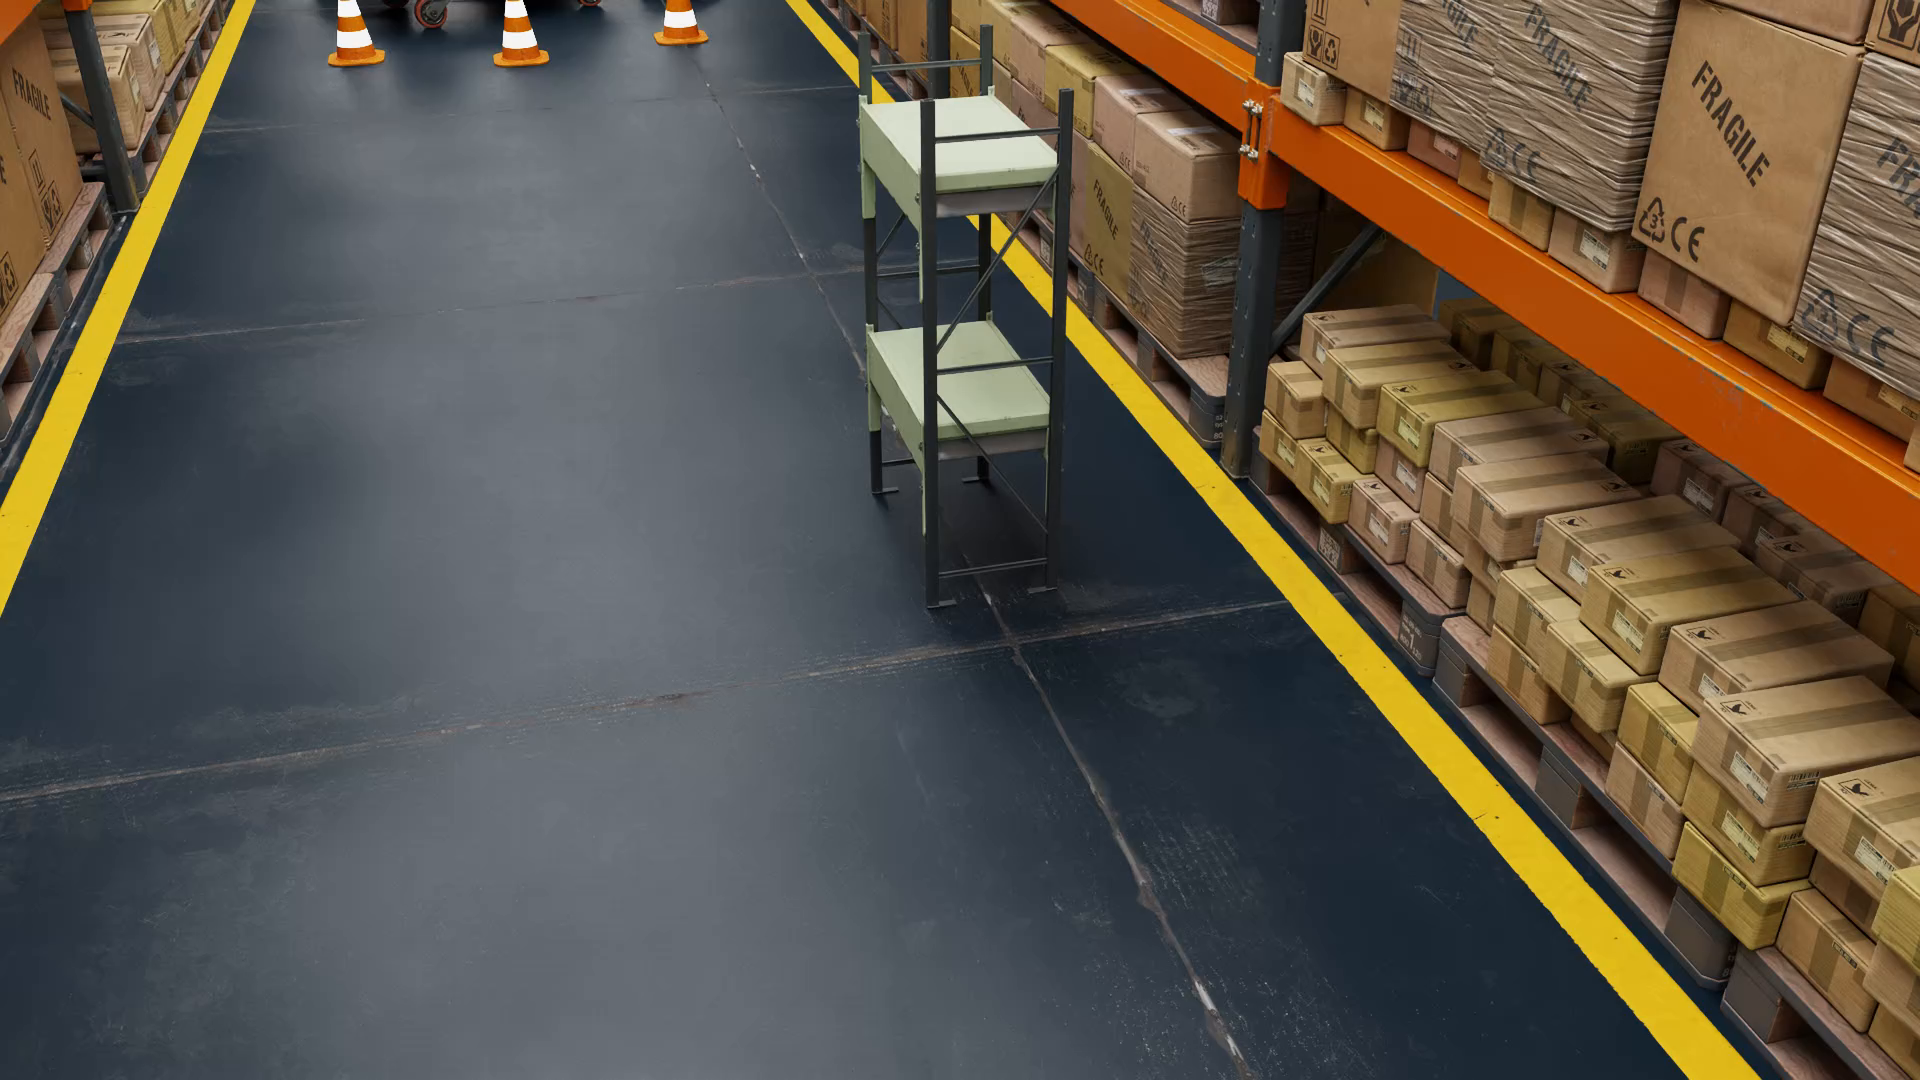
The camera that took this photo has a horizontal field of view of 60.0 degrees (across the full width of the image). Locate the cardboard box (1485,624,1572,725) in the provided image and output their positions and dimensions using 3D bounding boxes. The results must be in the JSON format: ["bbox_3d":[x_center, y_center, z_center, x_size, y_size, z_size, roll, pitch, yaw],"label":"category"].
[{"bbox_3d":[1.555,0.303,4.159,0.380,0.149,0.250,-9,31,-15],"label":"cardboard box"}]

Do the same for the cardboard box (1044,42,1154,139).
[{"bbox_3d":[0.666,-1.843,6.767,0.500,0.250,0.500,-9,31,-15],"label":"cardboard box"}]

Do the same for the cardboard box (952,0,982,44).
[{"bbox_3d":[0.273,-2.580,8.041,0.500,0.250,0.500,-9,31,-16],"label":"cardboard box"}]

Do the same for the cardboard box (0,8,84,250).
[{"bbox_3d":[-4.319,-1.731,6.949,0.875,0.875,0.875,-8,31,-14],"label":"cardboard box"}]

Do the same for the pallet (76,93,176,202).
[{"bbox_3d":[-4.629,-1.985,8.468,1.003,0.211,1.213,-8,31,-13],"label":"pallet"}]

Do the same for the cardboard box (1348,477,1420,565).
[{"bbox_3d":[1.358,-0.077,4.815,0.380,0.149,0.250,-8,31,-14],"label":"cardboard box"}]

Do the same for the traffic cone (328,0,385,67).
[{"bbox_3d":[-3.805,-3.235,10.377,0.336,0.463,0.334,-8,31,-13],"label":"traffic cone"}]

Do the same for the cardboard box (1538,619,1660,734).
[{"bbox_3d":[1.592,0.295,3.876,0.380,0.149,0.250,-8,31,-13],"label":"cardboard box"}]

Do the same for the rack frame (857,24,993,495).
[{"bbox_3d":[-0.099,-0.829,5.185,0.400,1.500,0.023,-8,31,-13],"label":"rack frame"}]

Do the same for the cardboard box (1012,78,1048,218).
[{"bbox_3d":[0.542,-1.756,7.365,0.500,0.500,0.500,-9,31,-15],"label":"cardboard box"}]

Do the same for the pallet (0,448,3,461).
[{"bbox_3d":[-3.638,-0.038,5.104,1.003,0.211,1.213,-8,31,-13],"label":"pallet"}]

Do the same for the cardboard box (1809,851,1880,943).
[{"bbox_3d":[1.919,0.655,3.253,0.380,0.149,0.250,-8,31,-14],"label":"cardboard box"}]

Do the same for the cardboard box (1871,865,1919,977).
[{"bbox_3d":[1.859,0.678,2.916,0.380,0.149,0.250,-9,31,-14],"label":"cardboard box"}]

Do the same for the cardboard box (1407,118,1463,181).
[{"bbox_3d":[1.406,-1.063,4.343,0.380,0.149,0.250,-9,31,-15],"label":"cardboard box"}]

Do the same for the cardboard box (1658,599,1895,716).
[{"bbox_3d":[1.763,0.281,3.604,0.380,0.149,0.250,-9,31,-15],"label":"cardboard box"}]

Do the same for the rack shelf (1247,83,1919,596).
[{"bbox_3d":[1.916,-0.312,3.512,1.077,0.370,4.000,-8,31,-13],"label":"rack shelf"}]

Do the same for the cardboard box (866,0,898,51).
[{"bbox_3d":[0.013,-3.457,10.054,1.050,0.750,0.750,-7,31,-13],"label":"cardboard box"}]

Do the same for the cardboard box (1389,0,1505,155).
[{"bbox_3d":[1.411,-1.250,4.019,0.500,0.500,0.500,-8,31,-13],"label":"cardboard box"}]

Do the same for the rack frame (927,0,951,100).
[{"bbox_3d":[0.323,-3.521,8.339,1.000,3.000,0.127,-8,31,-13],"label":"rack frame"}]

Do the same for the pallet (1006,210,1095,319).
[{"bbox_3d":[0.849,-1.348,7.369,1.003,0.211,1.213,-8,31,-13],"label":"pallet"}]

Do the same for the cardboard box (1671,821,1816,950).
[{"bbox_3d":[1.746,0.686,3.496,0.380,0.149,0.250,-9,31,-15],"label":"cardboard box"}]

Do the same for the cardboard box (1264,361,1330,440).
[{"bbox_3d":[1.172,-0.448,5.159,0.380,0.149,0.250,-6,31,-11],"label":"cardboard box"}]

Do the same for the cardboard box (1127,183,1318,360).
[{"bbox_3d":[0.945,-1.013,6.082,0.500,0.500,0.500,-8,31,-14],"label":"cardboard box"}]

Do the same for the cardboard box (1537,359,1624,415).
[{"bbox_3d":[1.909,-0.420,4.814,0.380,0.149,0.250,-8,31,-14],"label":"cardboard box"}]

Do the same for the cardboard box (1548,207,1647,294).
[{"bbox_3d":[1.541,-0.670,3.665,0.380,0.149,0.250,-7,31,-11],"label":"cardboard box"}]

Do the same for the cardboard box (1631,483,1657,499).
[{"bbox_3d":[2.005,-0.045,4.463,0.380,0.149,0.250,-7,31,-12],"label":"cardboard box"}]

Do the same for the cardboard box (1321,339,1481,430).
[{"bbox_3d":[1.292,-0.459,4.882,0.380,0.149,0.250,-6,31,-11],"label":"cardboard box"}]

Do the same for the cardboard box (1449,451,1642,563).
[{"bbox_3d":[1.487,-0.087,4.239,0.380,0.149,0.250,-7,31,-12],"label":"cardboard box"}]

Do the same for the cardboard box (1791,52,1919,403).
[{"bbox_3d":[1.803,-0.505,2.731,0.500,0.500,0.500,-8,31,-13],"label":"cardboard box"}]

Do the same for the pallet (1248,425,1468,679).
[{"bbox_3d":[1.597,-0.062,5.147,1.003,0.211,1.213,-8,31,-13],"label":"pallet"}]

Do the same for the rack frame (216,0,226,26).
[{"bbox_3d":[-5.484,-4.746,10.455,1.000,3.000,0.127,-8,31,-13],"label":"rack frame"}]

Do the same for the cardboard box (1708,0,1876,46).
[{"bbox_3d":[1.661,-1.199,2.933,0.500,0.500,0.500,-9,31,-15],"label":"cardboard box"}]

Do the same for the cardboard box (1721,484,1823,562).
[{"bbox_3d":[2.147,-0.037,4.152,0.380,0.149,0.250,-9,31,-15],"label":"cardboard box"}]

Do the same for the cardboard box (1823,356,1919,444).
[{"bbox_3d":[1.830,-0.302,3.028,0.380,0.149,0.250,-9,31,-15],"label":"cardboard box"}]

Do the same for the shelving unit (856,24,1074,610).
[{"bbox_3d":[-0.002,-0.652,4.880,0.431,1.500,0.755,-8,31,-13],"label":"shelving unit"}]

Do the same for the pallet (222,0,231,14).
[{"bbox_3d":[-5.697,-3.859,11.706,1.003,0.211,1.213,-8,31,-13],"label":"pallet"}]

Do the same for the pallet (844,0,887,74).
[{"bbox_3d":[-0.134,-3.293,10.728,1.003,0.211,1.213,-8,31,-13],"label":"pallet"}]

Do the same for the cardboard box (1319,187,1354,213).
[{"bbox_3d":[1.443,-1.405,6.011,0.500,0.250,0.500,-9,31,-15],"label":"cardboard box"}]

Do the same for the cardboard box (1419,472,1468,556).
[{"bbox_3d":[1.494,-0.094,4.548,0.380,0.149,0.250,-9,31,-16],"label":"cardboard box"}]

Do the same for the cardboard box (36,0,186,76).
[{"bbox_3d":[-4.962,-2.855,9.392,0.950,0.372,0.625,-7,31,-12],"label":"cardboard box"}]
